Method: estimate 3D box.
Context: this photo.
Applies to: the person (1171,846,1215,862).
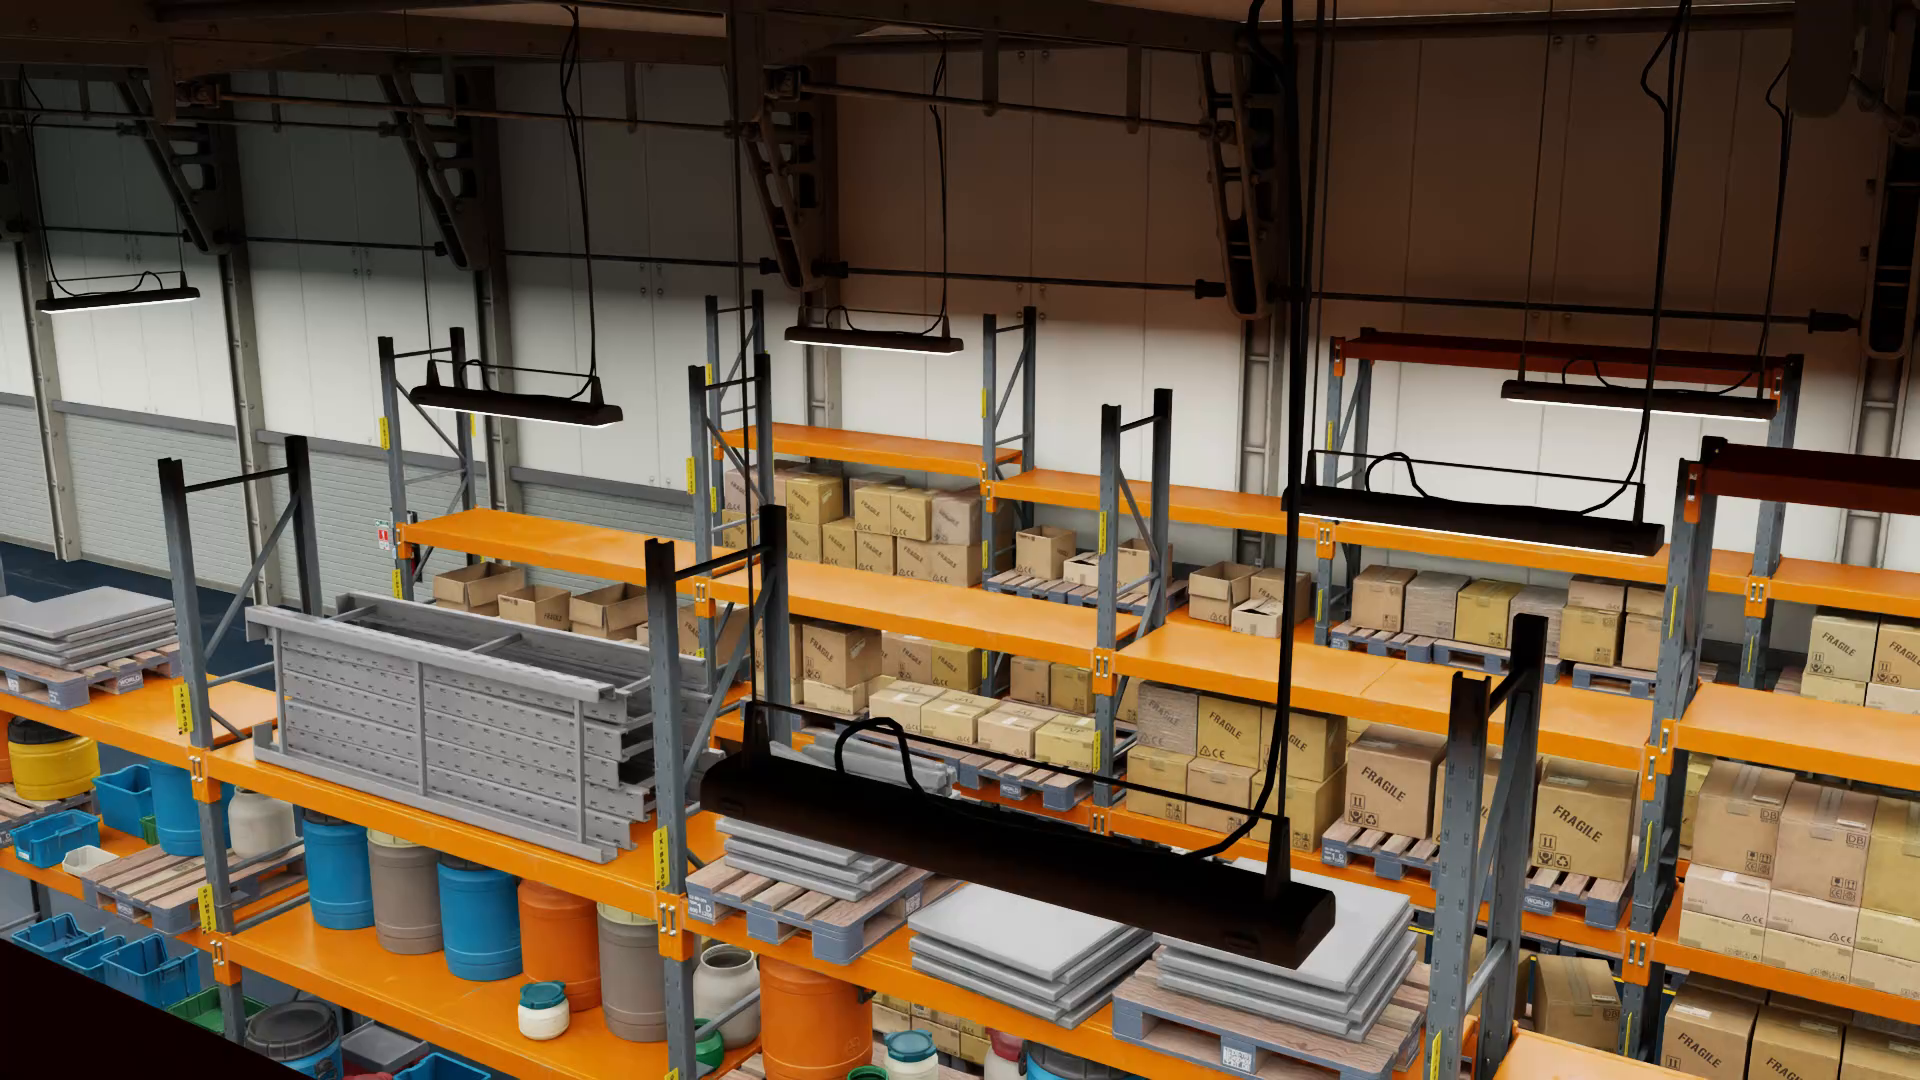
[{"bbox_3d":[2.135,3.353,16.024,0.532,1.756,0.606,7,16,27],"label":"person"}]
